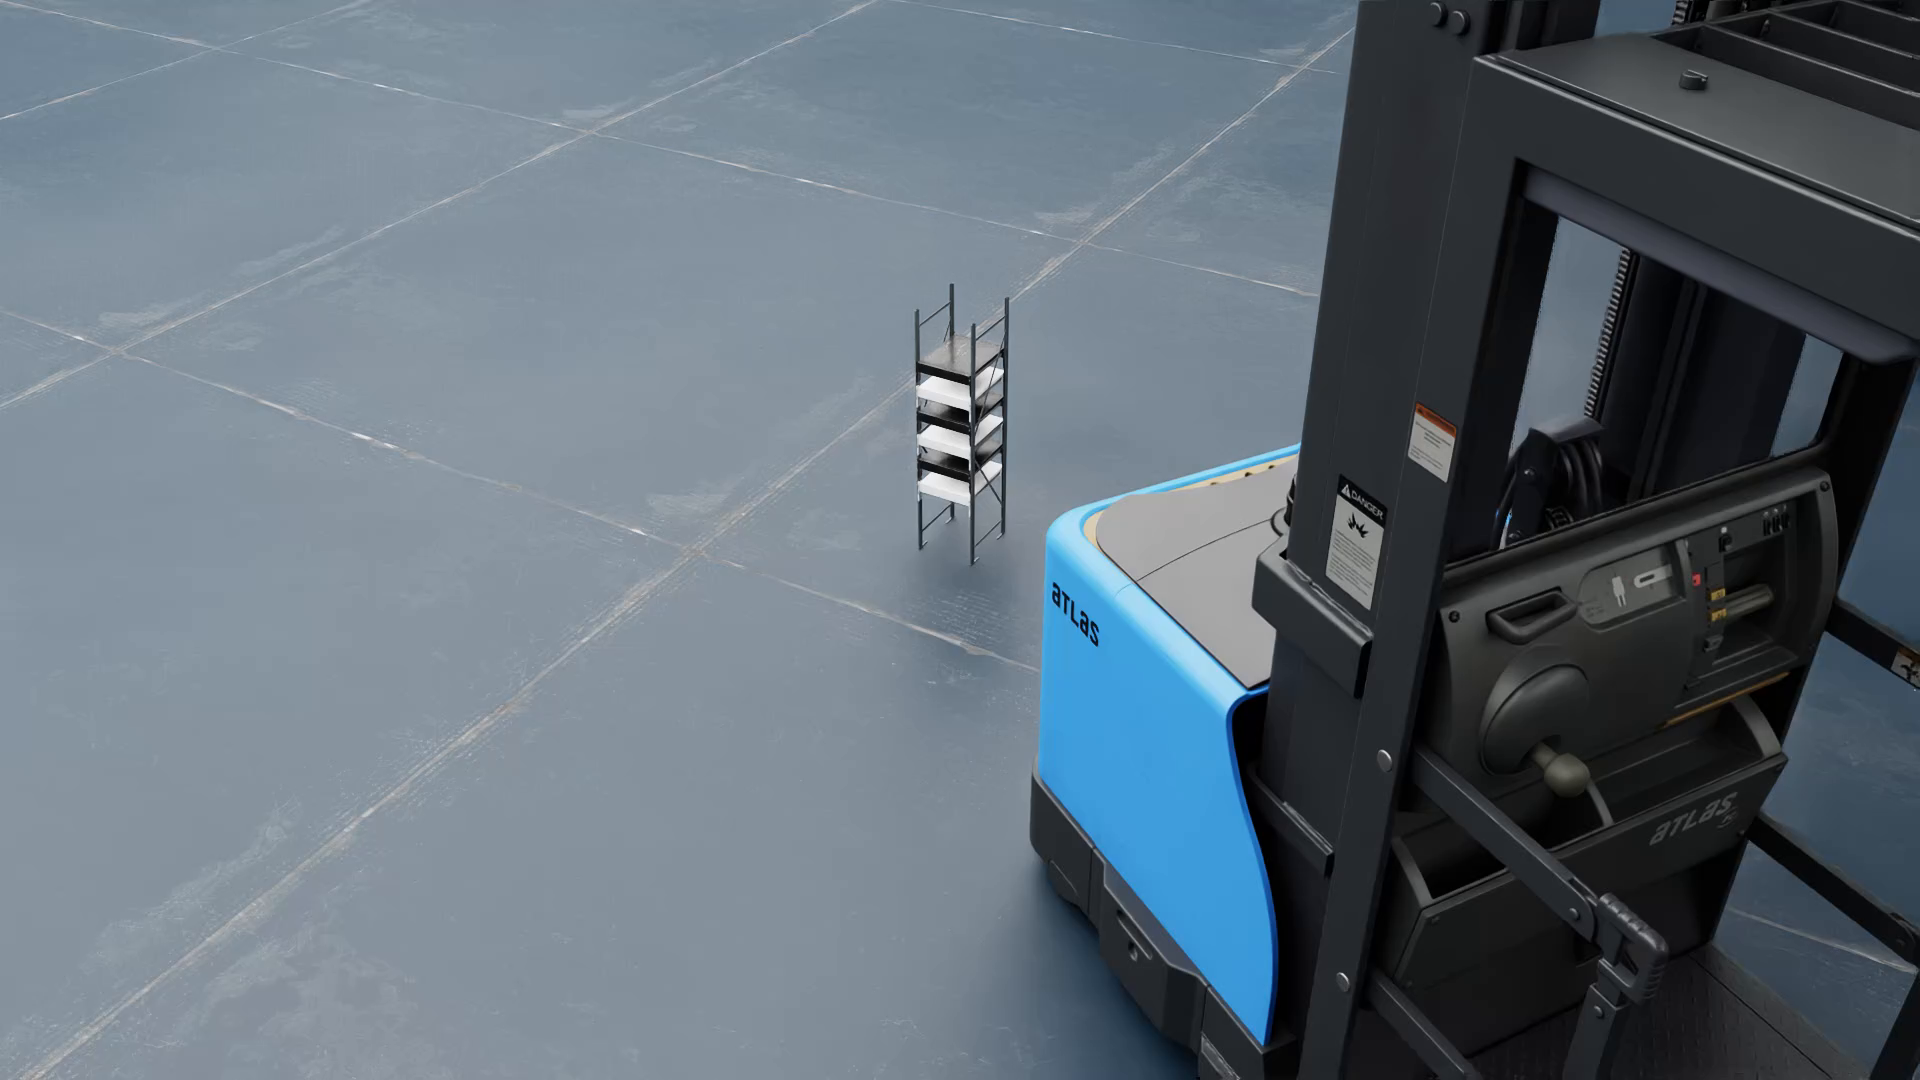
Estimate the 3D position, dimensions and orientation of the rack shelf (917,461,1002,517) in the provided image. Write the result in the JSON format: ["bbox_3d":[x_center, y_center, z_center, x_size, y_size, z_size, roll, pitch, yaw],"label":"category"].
[{"bbox_3d":[0.007,-0.195,5.615,0.200,0.077,0.258,18,37,24],"label":"rack shelf"}]

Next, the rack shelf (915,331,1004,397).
[{"bbox_3d":[0.007,-0.569,5.366,0.200,0.077,0.258,18,37,24],"label":"rack shelf"}]

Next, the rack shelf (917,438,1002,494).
[{"bbox_3d":[0.007,-0.270,5.566,0.200,0.077,0.258,18,37,24],"label":"rack shelf"}]

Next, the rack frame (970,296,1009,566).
[{"bbox_3d":[0.095,-0.344,5.455,0.006,0.900,0.240,18,37,24],"label":"rack frame"}]

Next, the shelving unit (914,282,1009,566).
[{"bbox_3d":[0.007,-0.372,5.497,0.210,0.900,0.258,18,37,24],"label":"shelving unit"}]

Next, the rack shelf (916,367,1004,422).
[{"bbox_3d":[0.007,-0.494,5.416,0.200,0.077,0.258,18,37,24],"label":"rack shelf"}]

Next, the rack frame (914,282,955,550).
[{"bbox_3d":[-0.081,-0.400,5.539,0.006,0.900,0.240,18,37,24],"label":"rack frame"}]

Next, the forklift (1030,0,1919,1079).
[{"bbox_3d":[1.311,0.217,2.780,1.130,2.935,3.031,-16,37,-23],"label":"forklift"}]

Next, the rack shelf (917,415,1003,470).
[{"bbox_3d":[0.007,-0.345,5.516,0.200,0.077,0.258,18,37,24],"label":"rack shelf"}]

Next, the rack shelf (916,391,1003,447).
[{"bbox_3d":[0.007,-0.419,5.466,0.200,0.077,0.258,18,37,24],"label":"rack shelf"}]
